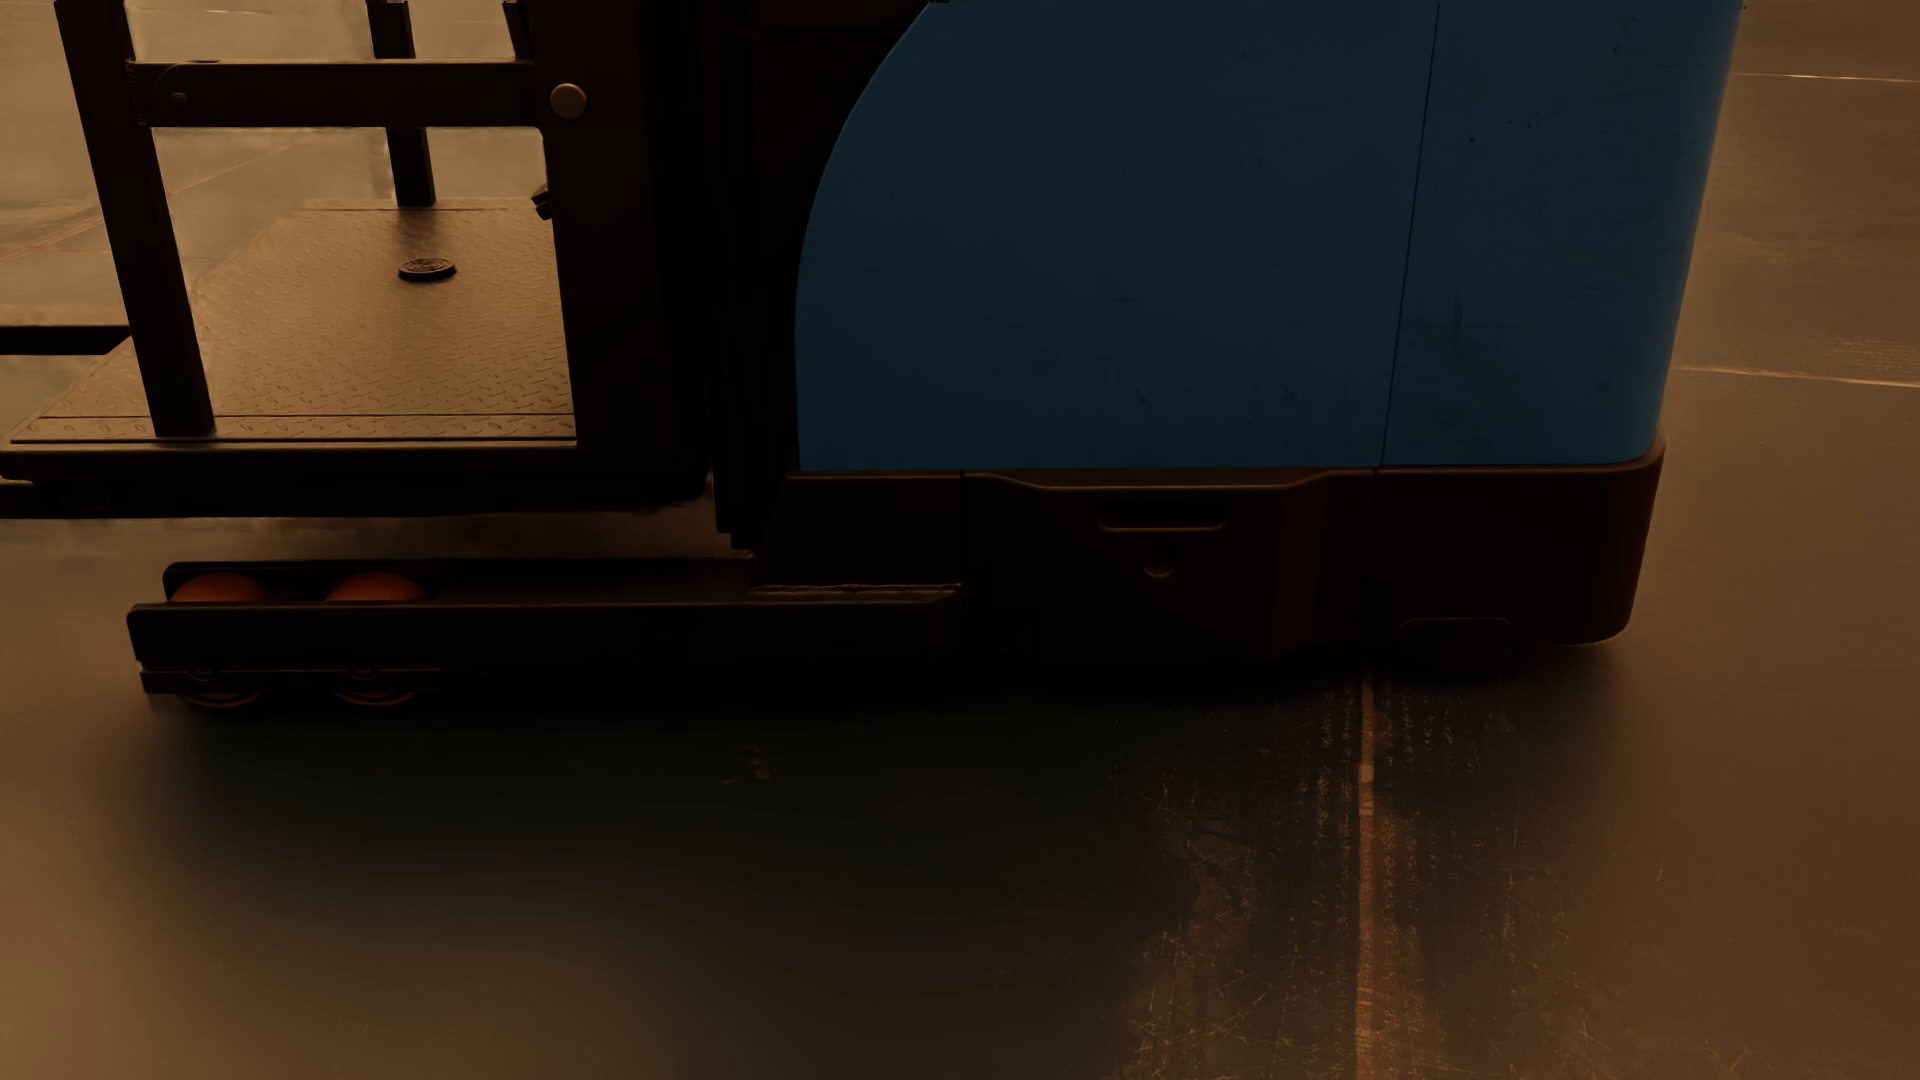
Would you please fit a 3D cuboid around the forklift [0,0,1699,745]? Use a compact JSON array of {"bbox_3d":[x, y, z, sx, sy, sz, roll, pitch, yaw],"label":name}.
[{"bbox_3d":[-0.633,-1.412,2.045,3.031,2.935,1.130,6,27,13],"label":"forklift"}]
